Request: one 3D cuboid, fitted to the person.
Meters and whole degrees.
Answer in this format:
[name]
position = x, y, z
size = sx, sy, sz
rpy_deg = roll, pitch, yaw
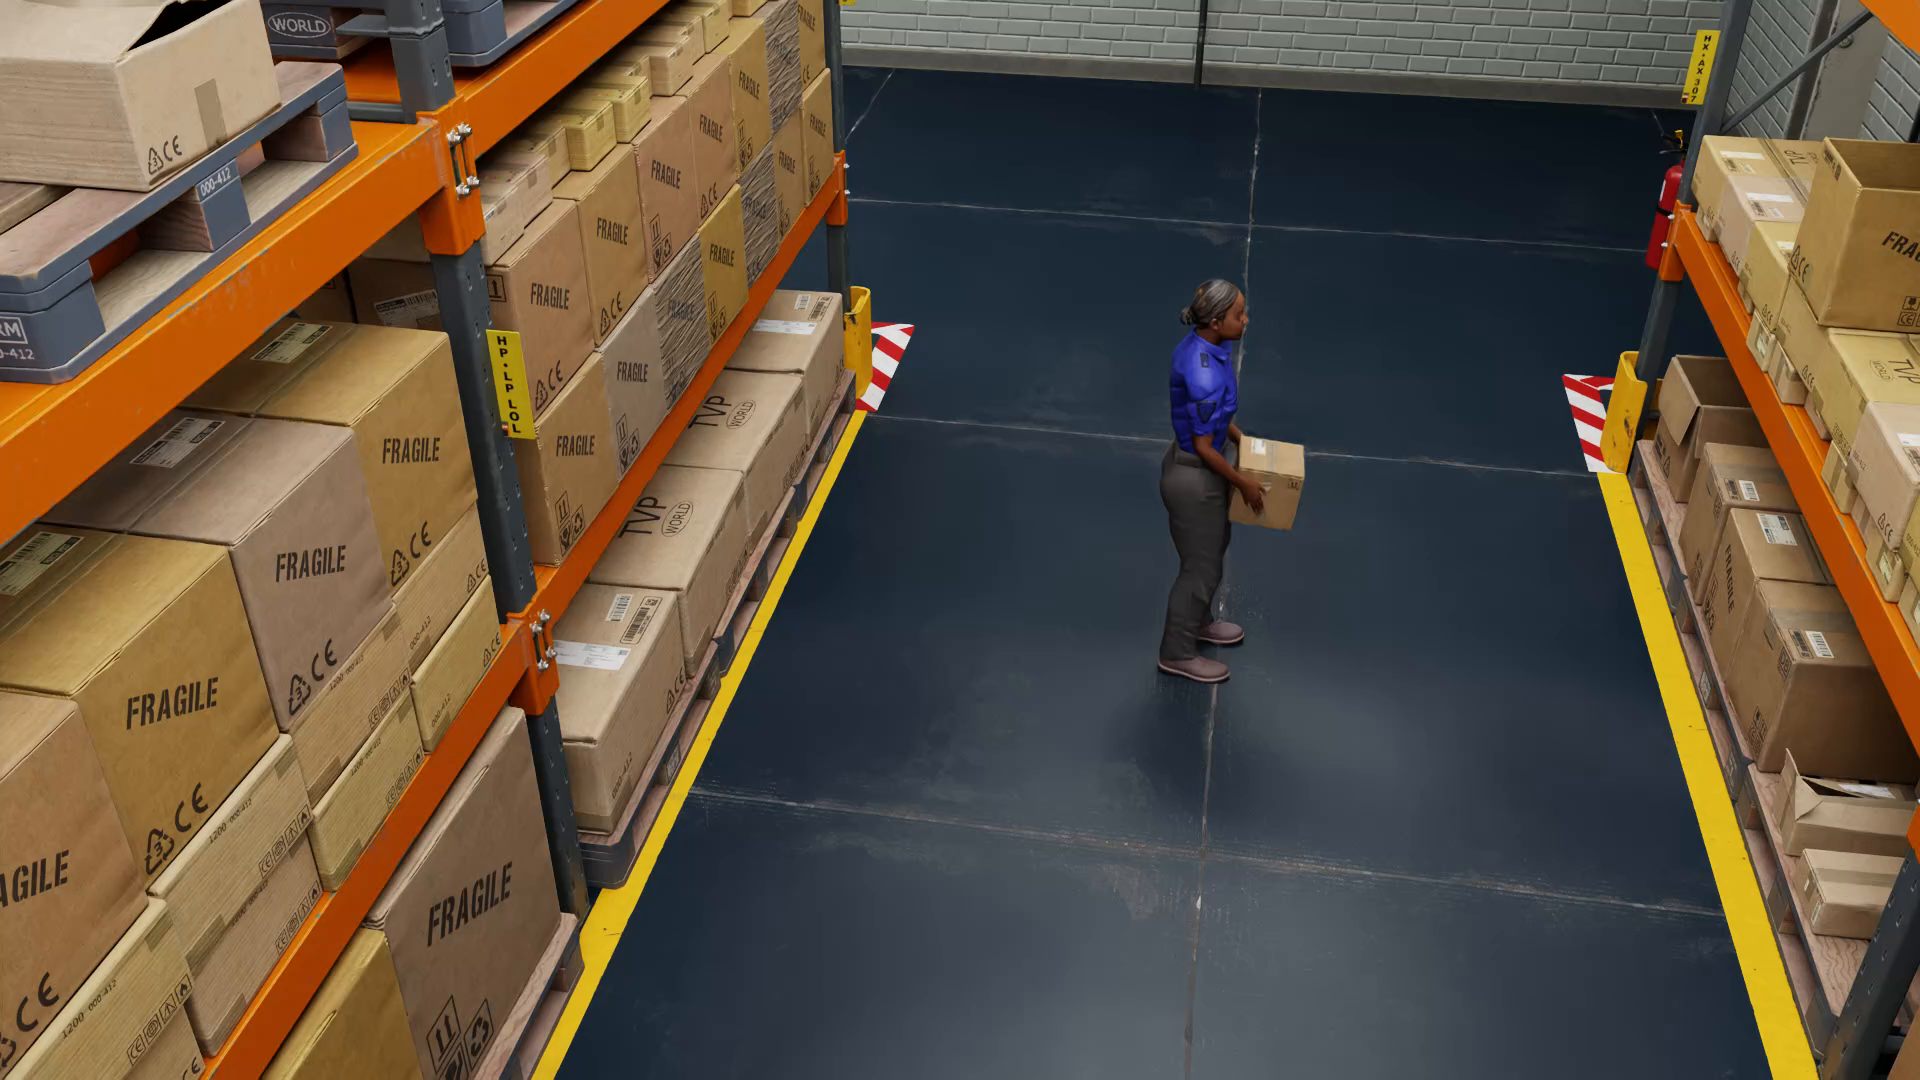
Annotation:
[person]
position = 0.995, -0.243, 6.515
size = 0.418, 1.663, 0.475
rpy_deg = 5, 33, 7
